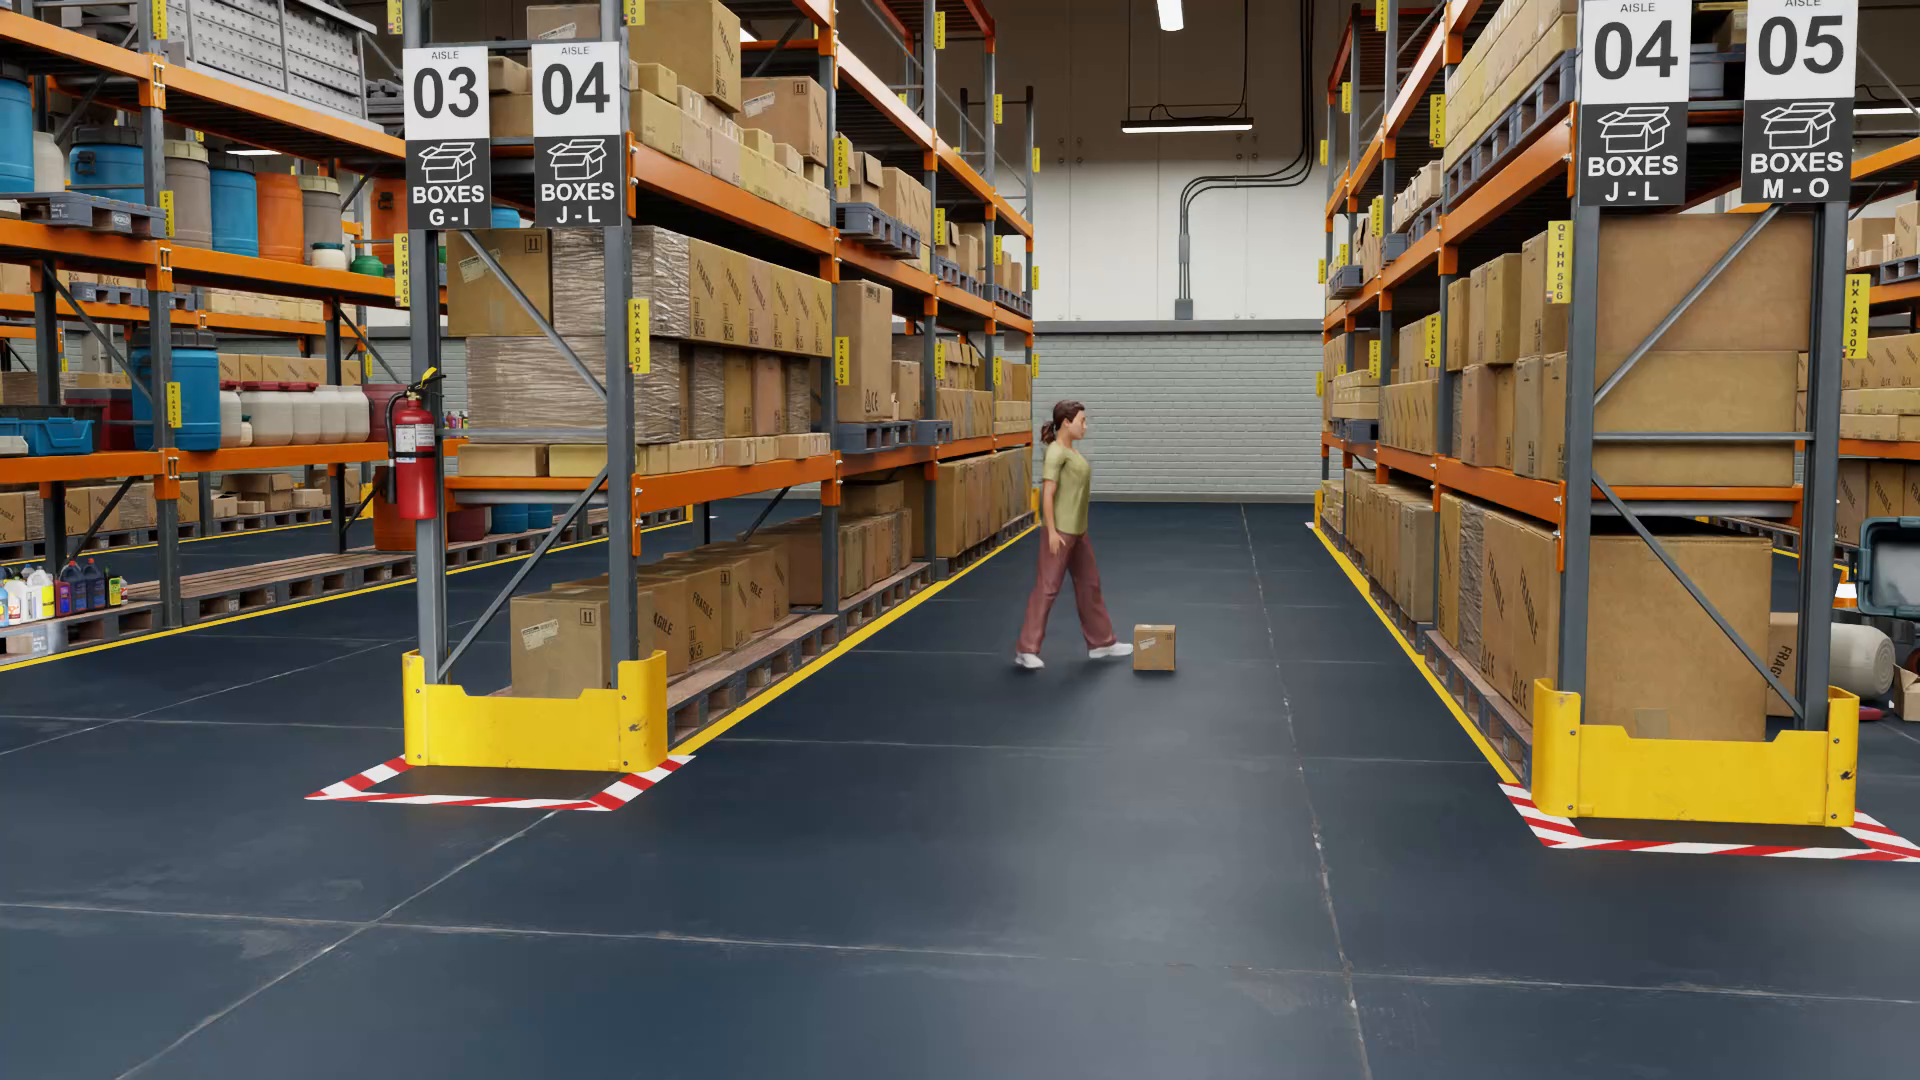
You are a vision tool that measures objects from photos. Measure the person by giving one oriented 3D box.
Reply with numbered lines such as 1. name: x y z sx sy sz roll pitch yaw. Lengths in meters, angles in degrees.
1. person: 0.709 -0.048 10.382 0.669 1.654 0.683 2 5 21
